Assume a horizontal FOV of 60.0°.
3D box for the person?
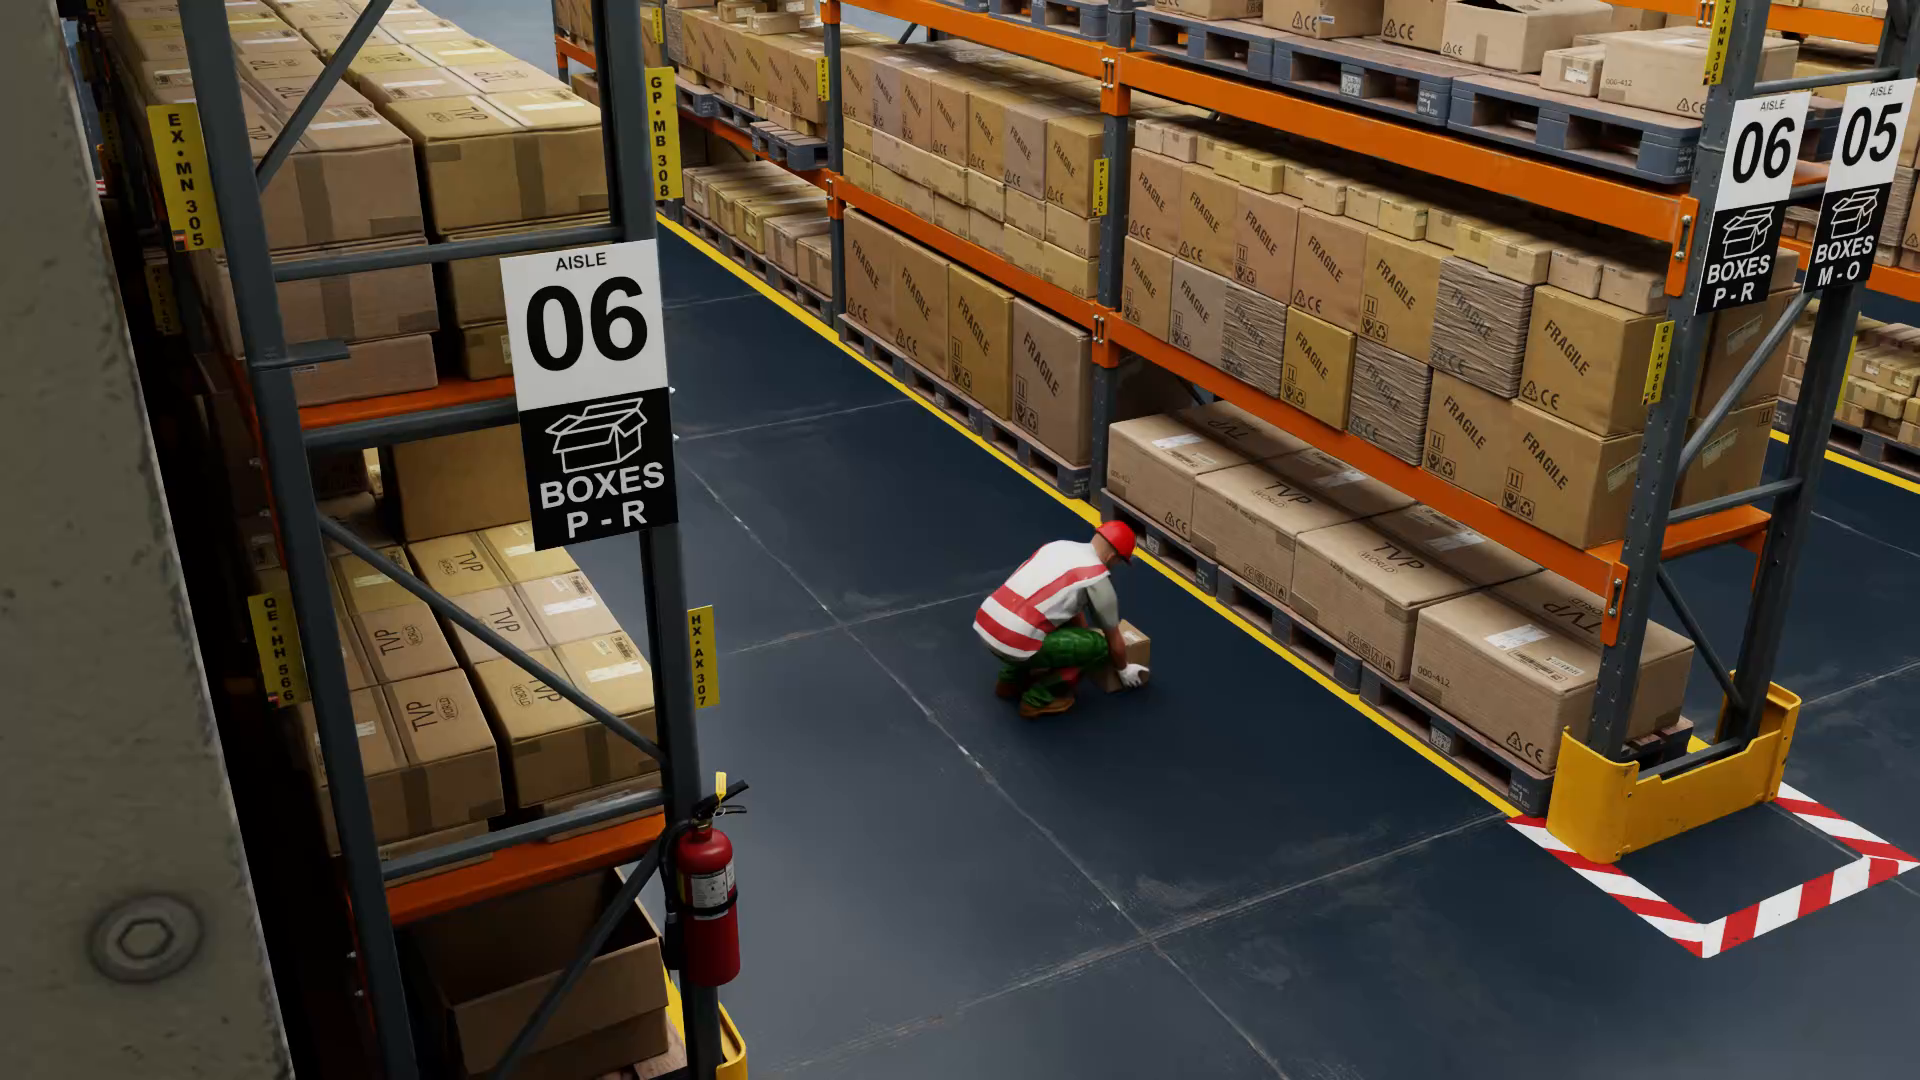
[{"bbox_3d":[0.459,0.010,8.064,0.658,1.695,0.482,-13,28,-26],"label":"person"}]
